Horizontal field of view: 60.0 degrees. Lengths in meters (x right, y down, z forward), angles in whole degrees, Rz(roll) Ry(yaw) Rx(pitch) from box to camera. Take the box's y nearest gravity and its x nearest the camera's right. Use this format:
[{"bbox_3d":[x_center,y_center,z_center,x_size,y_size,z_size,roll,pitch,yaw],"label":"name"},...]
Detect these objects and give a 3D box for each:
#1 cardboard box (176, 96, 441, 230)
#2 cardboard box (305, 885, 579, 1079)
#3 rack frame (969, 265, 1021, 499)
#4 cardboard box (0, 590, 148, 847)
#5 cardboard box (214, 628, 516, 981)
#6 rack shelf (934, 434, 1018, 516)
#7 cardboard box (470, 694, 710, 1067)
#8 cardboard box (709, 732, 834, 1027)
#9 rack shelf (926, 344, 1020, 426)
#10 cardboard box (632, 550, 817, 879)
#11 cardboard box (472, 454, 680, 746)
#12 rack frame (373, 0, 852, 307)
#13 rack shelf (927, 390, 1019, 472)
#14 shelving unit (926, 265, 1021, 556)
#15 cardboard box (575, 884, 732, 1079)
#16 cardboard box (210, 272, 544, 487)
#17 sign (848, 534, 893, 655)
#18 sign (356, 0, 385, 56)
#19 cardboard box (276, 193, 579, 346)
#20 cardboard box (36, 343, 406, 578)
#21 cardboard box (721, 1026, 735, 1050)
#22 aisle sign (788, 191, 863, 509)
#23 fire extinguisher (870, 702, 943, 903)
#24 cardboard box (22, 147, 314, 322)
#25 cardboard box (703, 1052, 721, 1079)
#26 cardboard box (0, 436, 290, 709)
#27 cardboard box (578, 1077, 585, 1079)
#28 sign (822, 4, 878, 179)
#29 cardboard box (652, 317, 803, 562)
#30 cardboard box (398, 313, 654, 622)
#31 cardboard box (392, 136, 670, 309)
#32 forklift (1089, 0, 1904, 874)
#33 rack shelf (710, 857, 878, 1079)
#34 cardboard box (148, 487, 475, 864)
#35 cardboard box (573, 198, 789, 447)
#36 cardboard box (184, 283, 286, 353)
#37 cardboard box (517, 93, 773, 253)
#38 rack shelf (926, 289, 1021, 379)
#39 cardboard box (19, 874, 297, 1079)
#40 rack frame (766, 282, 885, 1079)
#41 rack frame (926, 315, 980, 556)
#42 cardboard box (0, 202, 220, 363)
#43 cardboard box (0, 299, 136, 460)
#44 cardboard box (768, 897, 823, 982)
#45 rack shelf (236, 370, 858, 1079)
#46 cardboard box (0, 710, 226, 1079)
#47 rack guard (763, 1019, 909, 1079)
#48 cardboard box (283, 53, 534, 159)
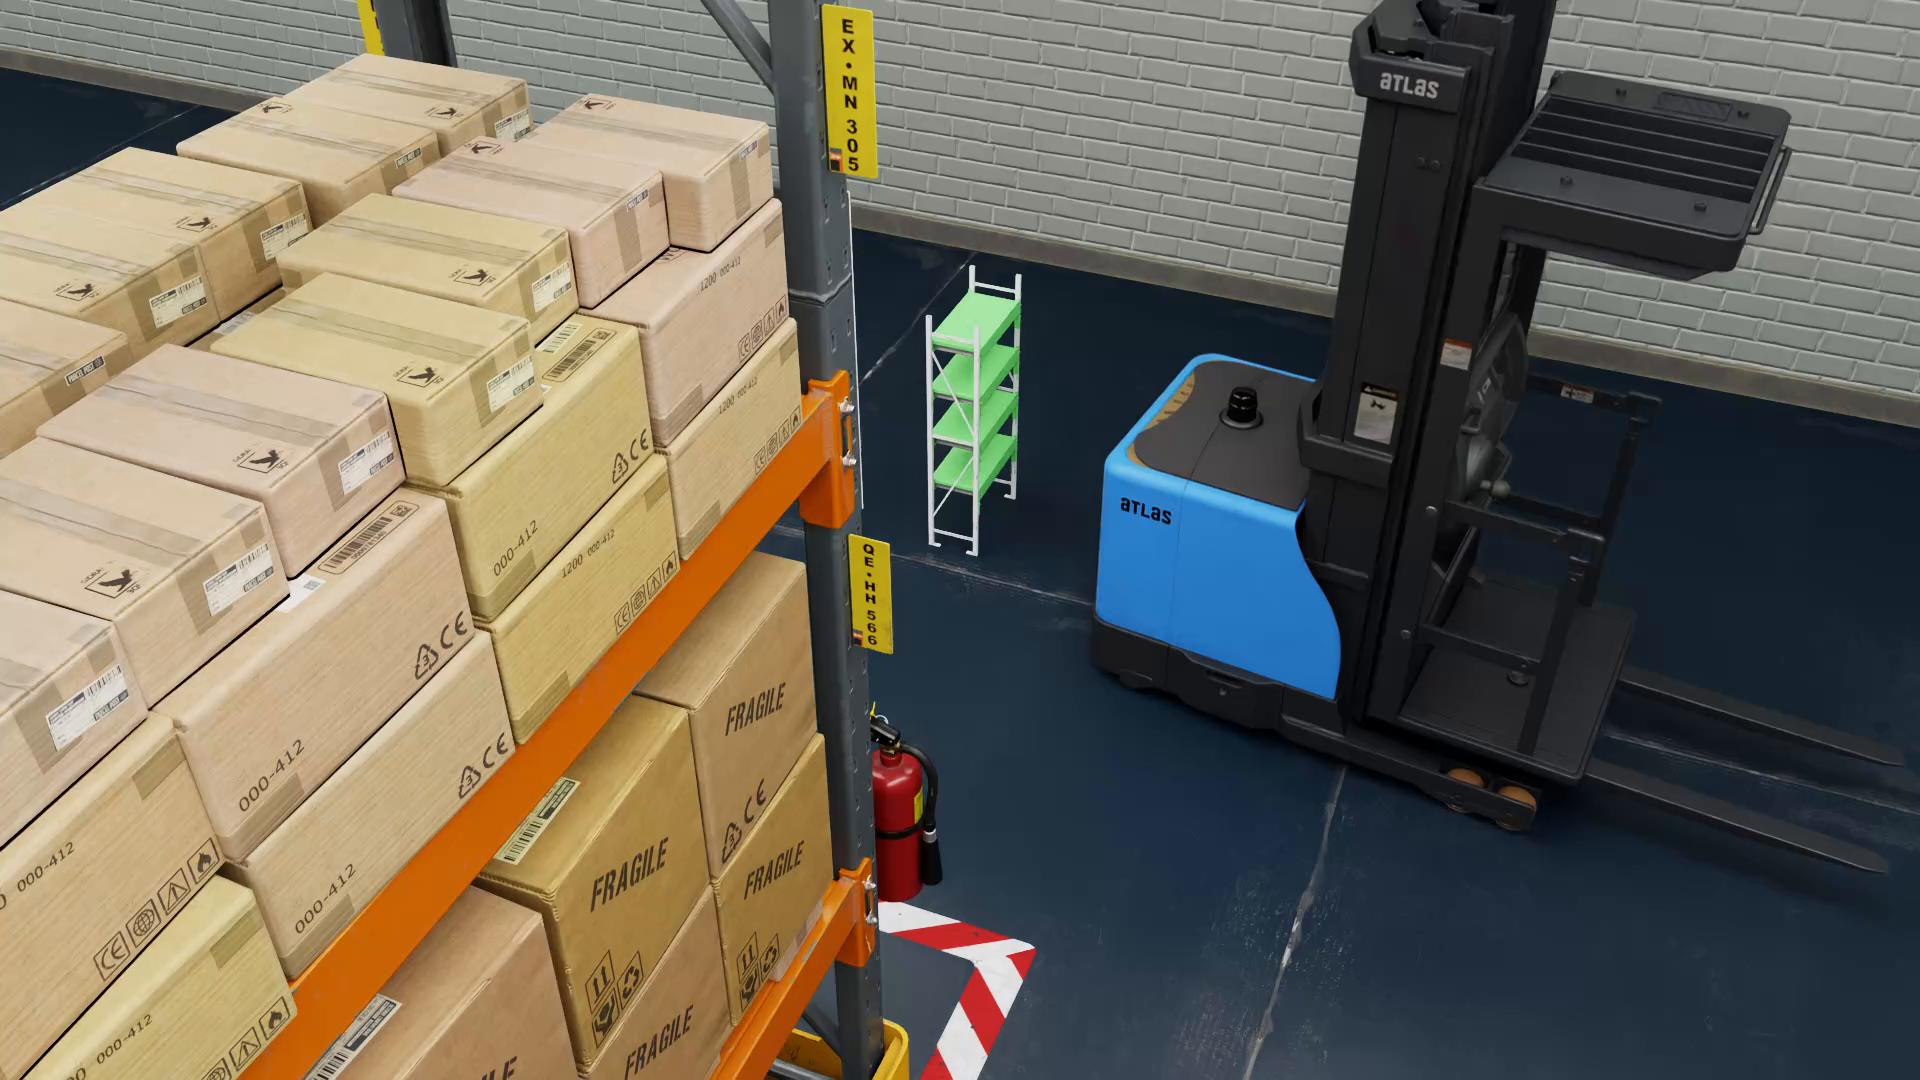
[{"bbox_3d":[-1.158,-0.656,2.991,0.380,0.149,0.250,15,39,20],"label":"cardboard box"},{"bbox_3d":[-1.037,0.902,2.871,0.500,0.500,0.500,16,40,20],"label":"cardboard box"},{"bbox_3d":[0.156,-0.707,7.694,0.240,1.200,0.015,14,39,18],"label":"rack frame"},{"bbox_3d":[-1.172,0.178,1.876,0.380,0.149,0.250,13,39,16],"label":"cardboard box"},{"bbox_3d":[-1.028,0.308,2.453,0.500,0.250,0.500,16,39,20],"label":"cardboard box"},{"bbox_3d":[0.063,-0.329,7.695,0.258,0.148,0.480,14,39,18],"label":"rack shelf"},{"bbox_3d":[-0.848,0.612,3.259,0.500,0.500,0.500,13,39,16],"label":"cardboard box"},{"bbox_3d":[-0.644,0.729,3.937,0.500,0.500,0.500,15,39,19],"label":"cardboard box"},{"bbox_3d":[0.063,-0.713,7.408,0.258,0.148,0.480,14,39,18],"label":"rack shelf"},{"bbox_3d":[-0.655,0.332,3.634,0.500,0.500,0.500,13,39,17],"label":"cardboard box"},{"bbox_3d":[-0.827,0.036,2.816,0.500,0.250,0.500,14,39,18],"label":"cardboard box"},{"bbox_3d":[-0.711,-1.822,2.671,1.000,3.000,0.127,14,39,18],"label":"rack frame"},{"bbox_3d":[0.063,-0.521,7.552,0.258,0.148,0.480,14,39,18],"label":"rack shelf"},{"bbox_3d":[0.063,-0.572,7.513,0.258,1.200,0.503,14,39,18],"label":"shelving unit"},{"bbox_3d":[-0.845,1.013,3.557,0.500,0.500,0.500,13,39,17],"label":"cardboard box"},{"bbox_3d":[-0.847,-0.242,2.437,0.380,0.149,0.250,14,39,18],"label":"cardboard box"},{"bbox_3d":[-0.205,0.128,3.842,0.100,0.325,0.005,14,39,18],"label":"sign"},{"bbox_3d":[-1.213,-1.094,3.473,0.100,0.325,0.005,14,39,18],"label":"sign"},{"bbox_3d":[-0.847,-0.413,2.666,0.380,0.149,0.250,13,39,16],"label":"cardboard box"},{"bbox_3d":[-1.000,-0.115,2.268,0.380,0.149,0.250,13,39,17],"label":"cardboard box"},{"bbox_3d":[-0.703,1.056,4.042,0.380,0.149,0.250,14,39,18],"label":"cardboard box"},{"bbox_3d":[-0.406,-0.432,3.651,0.394,0.787,0.004,14,39,18],"label":"aisle sign"},{"bbox_3d":[-0.188,0.727,4.648,0.296,0.674,0.183,14,39,18],"label":"fire extinguisher"},{"bbox_3d":[-1.329,-0.522,2.812,0.380,0.149,0.250,14,39,18],"label":"cardboard box"},{"bbox_3d":[-0.784,1.198,3.851,0.380,0.149,0.250,13,39,17],"label":"cardboard box"},{"bbox_3d":[-1.082,0.033,2.070,0.380,0.149,0.250,15,39,19],"label":"cardboard box"},{"bbox_3d":[-1.029,1.296,3.178,0.500,0.500,0.500,14,39,18],"label":"cardboard box"},{"bbox_3d":[-0.205,-0.837,3.120,0.100,0.325,0.005,14,39,18],"label":"sign"},{"bbox_3d":[-0.639,-0.248,3.196,0.500,0.250,0.500,13,39,17],"label":"cardboard box"},{"bbox_3d":[-0.844,-0.164,2.666,0.500,0.250,0.500,13,39,17],"label":"cardboard box"},{"bbox_3d":[-0.730,-0.550,2.850,0.380,0.149,0.250,14,39,18],"label":"cardboard box"},{"bbox_3d":[2.083,-0.444,5.895,3.031,2.935,1.130,18,41,23],"label":"forklift"},{"bbox_3d":[-1.472,1.977,3.201,1.077,0.370,4.000,14,39,18],"label":"rack shelf"},{"bbox_3d":[-1.042,0.119,2.288,0.500,0.250,0.500,14,39,18],"label":"cardboard box"},{"bbox_3d":[-0.651,-0.447,3.045,0.500,0.250,0.500,13,39,16],"label":"cardboard box"},{"bbox_3d":[-1.316,-0.287,2.831,0.500,0.250,0.500,13,39,17],"label":"cardboard box"},{"bbox_3d":[-0.566,-0.669,3.009,0.380,0.149,0.250,14,39,17],"label":"cardboard box"},{"bbox_3d":[0.063,-0.906,7.264,0.258,0.148,0.480,14,39,18],"label":"rack shelf"},{"bbox_3d":[-1.212,0.606,2.053,0.500,0.250,0.500,16,40,20],"label":"cardboard box"},{"bbox_3d":[-0.711,0.581,4.467,1.000,3.000,0.127,14,39,18],"label":"rack frame"},{"bbox_3d":[-0.030,-0.437,7.333,0.240,1.200,0.015,14,39,18],"label":"rack frame"},{"bbox_3d":[-1.422,-0.388,2.632,0.380,0.149,0.250,14,39,18],"label":"cardboard box"},{"bbox_3d":[-1.423,-0.221,2.409,0.380,0.149,0.250,15,39,19],"label":"cardboard box"},{"bbox_3d":[-0.574,0.927,4.215,0.380,0.149,0.250,14,39,18],"label":"cardboard box"},{"bbox_3d":[-1.472,0.775,2.303,1.077,0.370,4.000,14,39,18],"label":"rack shelf"},{"bbox_3d":[-1.245,0.396,1.917,0.500,0.250,0.500,12,38,16],"label":"cardboard box"},{"bbox_3d":[-0.740,1.624,5.159,1.175,0.500,0.348,14,39,18],"label":"rack guard"},{"bbox_3d":[-1.045,-0.793,3.174,0.380,0.149,0.250,14,39,17],"label":"cardboard box"}]
